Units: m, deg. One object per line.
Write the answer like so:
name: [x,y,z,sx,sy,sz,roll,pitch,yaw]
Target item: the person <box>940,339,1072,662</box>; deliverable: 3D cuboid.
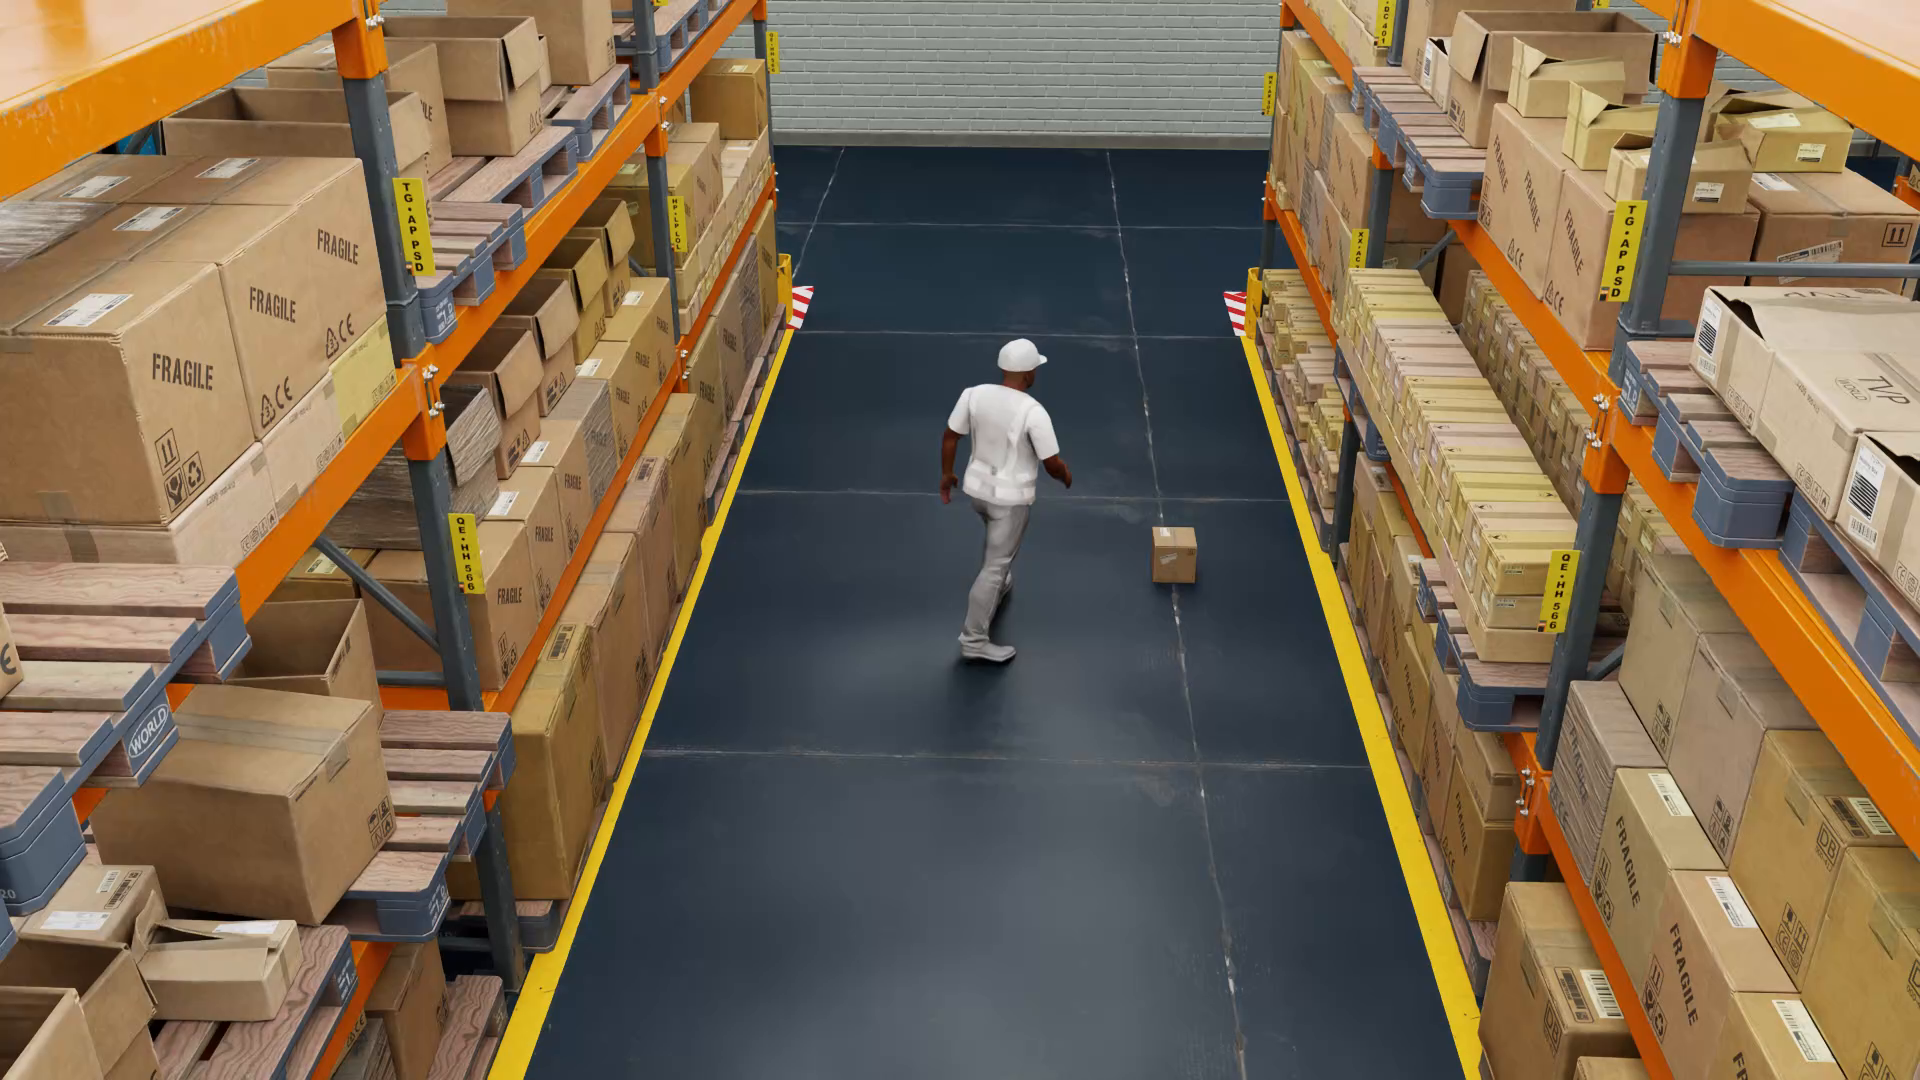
person: [0.208,-0.258,9.129,0.827,1.713,0.702,-24,36,-37]
